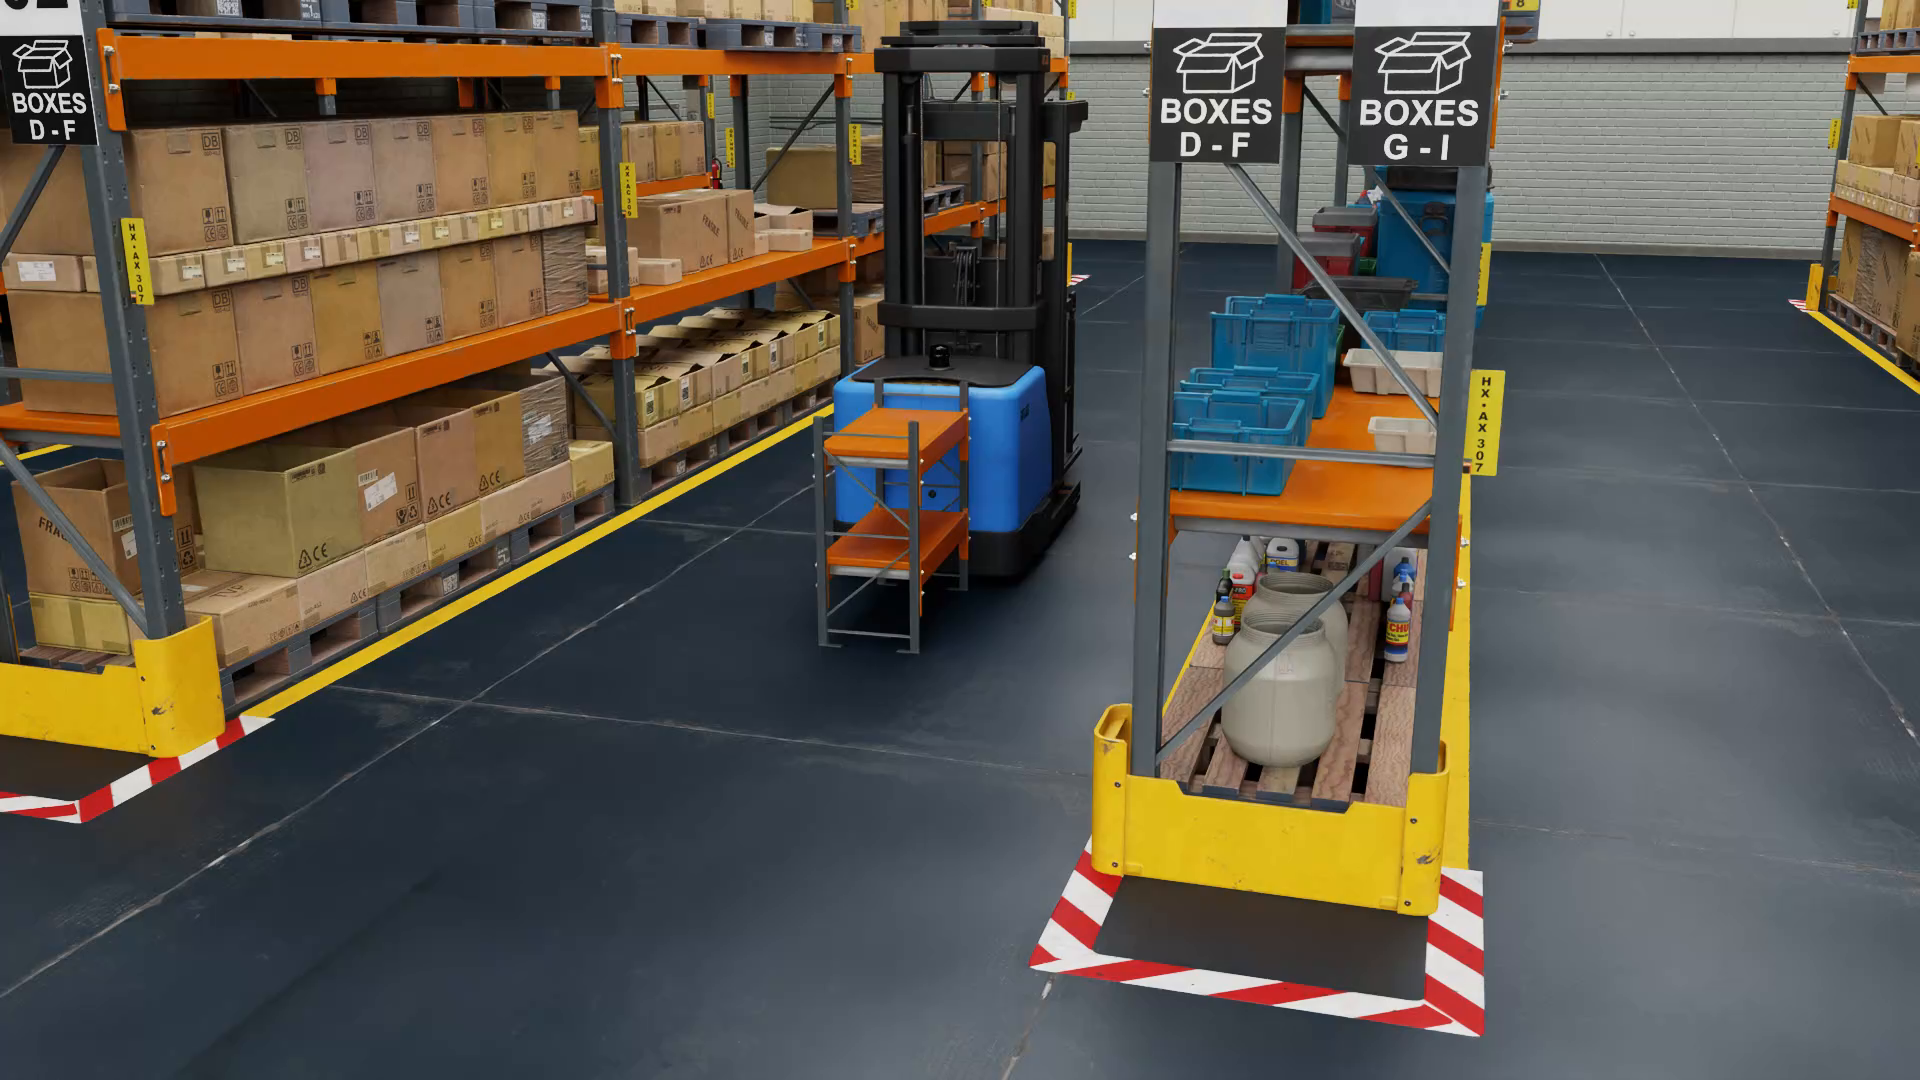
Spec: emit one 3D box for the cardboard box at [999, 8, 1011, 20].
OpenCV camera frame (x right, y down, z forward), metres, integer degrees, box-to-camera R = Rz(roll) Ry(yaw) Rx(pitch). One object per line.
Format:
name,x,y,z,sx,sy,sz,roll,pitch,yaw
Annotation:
cardboard box,0.254,-5.644,18.092,0.500,0.250,0.500,5,16,16

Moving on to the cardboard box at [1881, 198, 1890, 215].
cardboard box,9.299,-3.278,16.349,0.380,0.149,0.250,5,17,17

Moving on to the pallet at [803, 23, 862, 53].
pallet,-1.506,-3.915,12.983,1.213,0.211,1.003,5,17,18

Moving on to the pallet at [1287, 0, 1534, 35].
pallet,1.404,-1.830,5.633,1.003,0.211,1.213,5,16,16

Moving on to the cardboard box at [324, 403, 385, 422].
cardboard box,-3.392,-0.451,8.817,0.500,0.500,0.500,5,16,16

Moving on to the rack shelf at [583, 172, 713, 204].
rack shelf,-4.444,-4.354,21.000,1.077,0.370,4.000,5,16,16

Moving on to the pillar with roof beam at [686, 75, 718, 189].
pillar with roof beam,0.189,-8.549,23.478,9.100,9.000,0.400,5,16,16

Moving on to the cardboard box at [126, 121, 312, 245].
cardboard box,-3.368,-1.599,7.410,0.700,0.500,0.500,4,16,14

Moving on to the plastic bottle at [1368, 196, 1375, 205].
plastic bottle,3.660,-2.954,14.975,0.152,0.276,0.135,5,16,16

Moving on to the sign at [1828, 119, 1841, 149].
sign,9.841,-4.570,18.712,0.100,0.325,0.005,5,16,16

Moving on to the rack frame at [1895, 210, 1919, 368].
rack frame,9.235,-3.024,14.995,1.000,3.000,0.127,5,16,16

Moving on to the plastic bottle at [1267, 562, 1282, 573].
plastic bottle,1.486,0.205,7.930,0.097,0.201,0.097,0,16,0

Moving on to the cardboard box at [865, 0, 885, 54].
cardboard box,-1.162,-4.488,14.476,0.910,0.500,0.500,5,16,16

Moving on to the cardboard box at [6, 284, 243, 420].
cardboard box,-3.528,-0.823,7.051,0.700,0.500,0.500,5,16,16

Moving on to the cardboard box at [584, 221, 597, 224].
cardboard box,-4.711,-3.860,20.565,0.380,0.149,0.250,4,16,14

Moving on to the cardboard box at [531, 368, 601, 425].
cardboard box,-2.696,-0.978,11.021,0.500,0.311,0.500,5,16,16

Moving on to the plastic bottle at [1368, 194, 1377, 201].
plastic bottle,3.726,-3.015,15.189,0.152,0.276,0.135,5,16,16

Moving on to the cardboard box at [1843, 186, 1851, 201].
cardboard box,9.810,-3.748,18.008,0.380,0.149,0.250,4,16,15

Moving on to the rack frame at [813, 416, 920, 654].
rack frame,-0.436,-0.018,7.832,0.500,1.125,0.032,4,16,13

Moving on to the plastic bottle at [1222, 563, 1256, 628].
plastic bottle,1.275,0.252,7.631,0.152,0.276,0.135,5,17,16

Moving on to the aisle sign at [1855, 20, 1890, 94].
aisle sign,10.104,-5.363,18.478,0.394,0.787,0.004,5,16,16

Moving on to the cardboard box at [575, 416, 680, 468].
cardboard box,-2.184,-0.666,10.949,0.500,0.250,0.500,4,16,15

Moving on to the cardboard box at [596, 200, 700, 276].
cardboard box,-2.152,-2.086,11.503,0.500,0.500,0.500,6,17,20

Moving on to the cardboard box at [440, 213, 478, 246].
cardboard box,-2.770,-1.641,8.745,0.380,0.149,0.250,5,17,17

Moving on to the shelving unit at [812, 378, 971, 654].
shelving unit,-0.319,-0.153,8.307,0.538,1.125,1.048,4,16,13

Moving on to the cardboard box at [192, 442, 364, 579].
cardboard box,-3.167,-0.148,7.749,0.500,0.500,0.500,5,16,16

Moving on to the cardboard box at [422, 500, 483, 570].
cardboard box,-2.879,-0.048,8.773,0.500,0.250,0.500,5,16,16

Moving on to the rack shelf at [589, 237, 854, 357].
rack shelf,-1.967,-1.878,12.270,1.077,0.370,4.000,5,16,16

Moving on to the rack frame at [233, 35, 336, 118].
rack frame,-6.150,-3.130,15.368,1.000,3.000,0.127,5,16,16

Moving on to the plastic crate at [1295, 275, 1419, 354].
plastic crate,1.942,-1.158,8.530,0.767,0.338,0.504,5,16,16

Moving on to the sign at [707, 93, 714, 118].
sign,-3.360,-5.848,22.395,0.100,0.325,0.005,5,16,16

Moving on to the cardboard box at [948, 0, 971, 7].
cardboard box,-0.161,-5.896,17.606,0.700,0.500,0.500,5,16,16

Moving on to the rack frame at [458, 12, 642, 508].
rack frame,-2.536,-1.700,10.327,1.000,3.000,0.127,5,16,16

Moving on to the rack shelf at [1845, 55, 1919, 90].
rack shelf,9.803,-4.644,16.528,1.077,0.370,4.000,5,16,16

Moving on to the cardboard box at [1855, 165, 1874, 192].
cardboard box,9.688,-3.769,17.351,0.500,0.250,0.500,4,16,14

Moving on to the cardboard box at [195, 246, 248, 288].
cardboard box,-3.282,-1.169,7.083,0.380,0.149,0.250,4,16,14

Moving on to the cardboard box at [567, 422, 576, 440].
cardboard box,-2.696,-0.711,11.107,0.500,0.250,0.500,4,16,15

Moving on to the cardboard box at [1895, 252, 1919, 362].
cardboard box,9.072,-2.035,14.631,1.225,0.875,0.875,5,16,16

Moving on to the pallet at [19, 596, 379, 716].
pallet,-3.495,0.484,7.735,1.003,0.211,1.213,5,16,16

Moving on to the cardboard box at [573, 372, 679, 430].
cardboard box,-2.179,-0.938,10.882,0.500,0.311,0.500,5,16,16

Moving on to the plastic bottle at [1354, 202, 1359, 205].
plastic bottle,3.380,-2.744,14.219,0.061,0.283,0.133,5,16,16

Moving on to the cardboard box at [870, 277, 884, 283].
cardboard box,-0.562,-2.258,16.068,0.500,0.500,0.500,4,16,14

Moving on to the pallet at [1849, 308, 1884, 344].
pallet,9.870,-2.196,17.184,1.003,0.211,1.213,5,16,16

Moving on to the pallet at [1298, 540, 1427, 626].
pallet,1.982,0.199,8.742,1.003,0.211,1.213,5,16,16

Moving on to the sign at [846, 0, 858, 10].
sign,-0.869,-4.432,13.367,0.100,0.325,0.005,5,16,16

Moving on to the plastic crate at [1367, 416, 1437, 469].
plastic crate,1.638,-0.351,6.053,0.298,0.136,0.250,5,16,16

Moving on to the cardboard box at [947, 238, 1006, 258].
cardboard box,0.267,-3.296,19.721,0.797,0.503,0.637,5,16,16

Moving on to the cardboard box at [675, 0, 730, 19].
cardboard box,-1.934,-3.769,11.628,0.500,0.250,0.500,3,16,11

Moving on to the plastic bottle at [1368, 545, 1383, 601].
plastic bottle,2.007,0.139,8.012,0.061,0.283,0.133,5,16,16

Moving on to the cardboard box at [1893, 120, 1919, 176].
cardboard box,9.255,-3.728,15.830,0.500,0.500,0.500,5,17,16

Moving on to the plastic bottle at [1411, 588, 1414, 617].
plastic bottle,2.044,0.274,7.689,0.097,0.201,0.097,0,16,0

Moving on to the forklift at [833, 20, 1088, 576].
forklift,0.147,-1.577,10.019,1.130,2.935,3.031,4,16,13

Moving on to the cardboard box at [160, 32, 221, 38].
cardboard box,-6.607,-4.300,13.771,0.797,0.503,0.637,7,17,24
